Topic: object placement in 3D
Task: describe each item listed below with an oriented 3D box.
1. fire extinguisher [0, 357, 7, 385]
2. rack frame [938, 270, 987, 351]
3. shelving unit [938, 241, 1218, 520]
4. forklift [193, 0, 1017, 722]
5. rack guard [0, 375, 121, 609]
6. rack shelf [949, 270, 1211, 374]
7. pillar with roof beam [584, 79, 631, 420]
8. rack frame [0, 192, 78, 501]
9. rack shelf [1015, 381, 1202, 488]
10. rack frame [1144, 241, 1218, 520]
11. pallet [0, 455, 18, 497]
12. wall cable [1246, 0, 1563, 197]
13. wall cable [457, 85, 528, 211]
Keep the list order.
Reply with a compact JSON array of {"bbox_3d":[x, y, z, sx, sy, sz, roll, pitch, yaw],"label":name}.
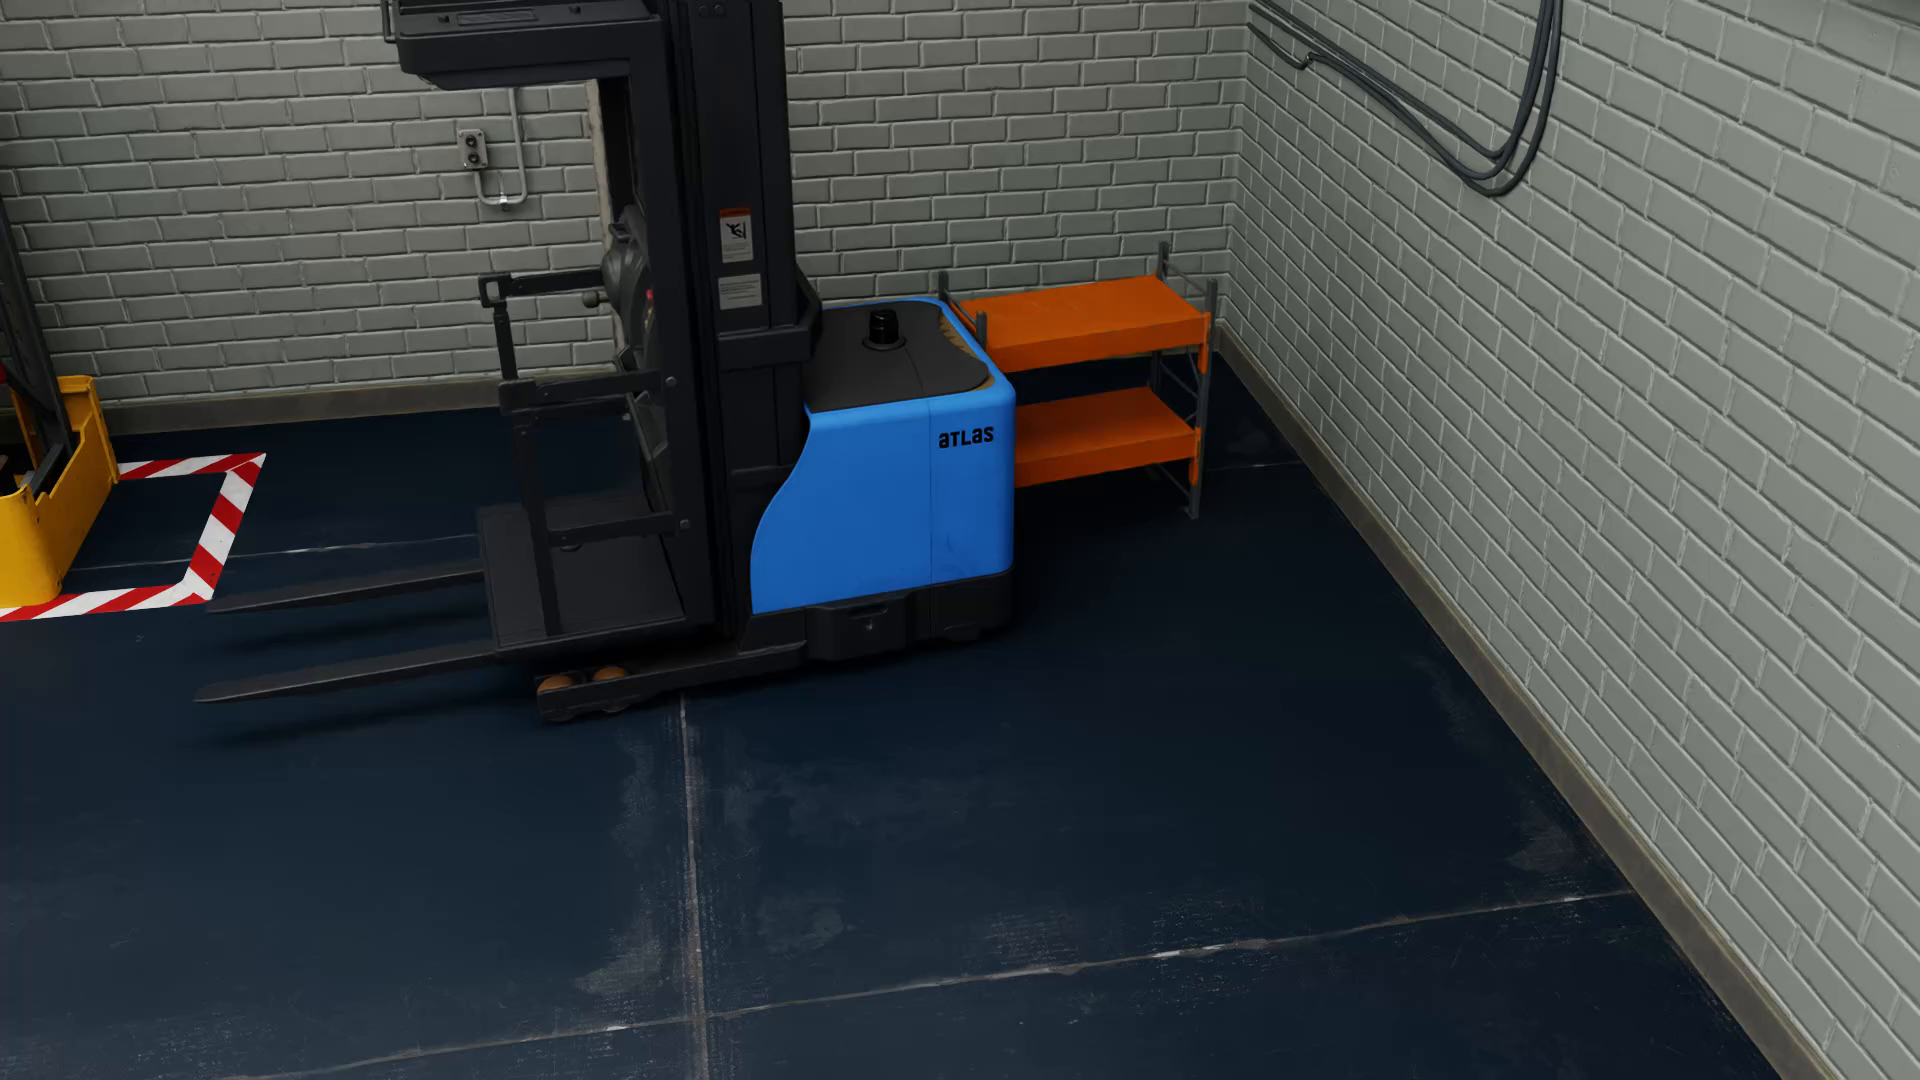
[{"bbox_3d":[-3.776,-0.895,6.257,0.183,0.674,0.296,-5,31,-9],"label":"fire extinguisher"},{"bbox_3d":[0.008,-0.522,7.029,0.032,1.125,0.500,-10,32,-17],"label":"rack frame"},{"bbox_3d":[0.486,-0.610,7.177,1.048,1.125,0.538,-10,32,-17],"label":"shelving unit"},{"bbox_3d":[-1.354,-0.896,5.883,3.031,2.935,1.130,-9,32,-15],"label":"forklift"},{"bbox_3d":[-3.984,-0.230,7.148,0.348,0.500,1.175,-5,31,-9],"label":"rack guard"},{"bbox_3d":[0.486,-0.862,7.029,1.000,0.278,0.538,-10,32,-17],"label":"rack shelf"},{"bbox_3d":[-0.732,-2.423,2.493,0.400,9.000,9.100,-5,31,-9],"label":"pillar with roof beam"},{"bbox_3d":[-4.008,-1.305,6.511,0.127,3.000,1.000,-5,31,-9],"label":"rack frame"},{"bbox_3d":[0.486,-0.399,7.301,1.000,0.278,0.538,-10,32,-17],"label":"rack shelf"},{"bbox_3d":[0.964,-0.697,7.326,0.032,1.125,0.500,-10,32,-17],"label":"rack frame"},{"bbox_3d":[-4.780,0.009,7.027,1.213,0.211,1.003,-5,31,-9],"label":"pallet"},{"bbox_3d":[1.620,-2.891,6.352,0.112,2.526,3.097,-5,31,-9],"label":"wall cable"},{"bbox_3d":[-2.918,-2.332,7.254,1.851,1.984,0.084,-5,31,-9],"label":"wall cable"}]
